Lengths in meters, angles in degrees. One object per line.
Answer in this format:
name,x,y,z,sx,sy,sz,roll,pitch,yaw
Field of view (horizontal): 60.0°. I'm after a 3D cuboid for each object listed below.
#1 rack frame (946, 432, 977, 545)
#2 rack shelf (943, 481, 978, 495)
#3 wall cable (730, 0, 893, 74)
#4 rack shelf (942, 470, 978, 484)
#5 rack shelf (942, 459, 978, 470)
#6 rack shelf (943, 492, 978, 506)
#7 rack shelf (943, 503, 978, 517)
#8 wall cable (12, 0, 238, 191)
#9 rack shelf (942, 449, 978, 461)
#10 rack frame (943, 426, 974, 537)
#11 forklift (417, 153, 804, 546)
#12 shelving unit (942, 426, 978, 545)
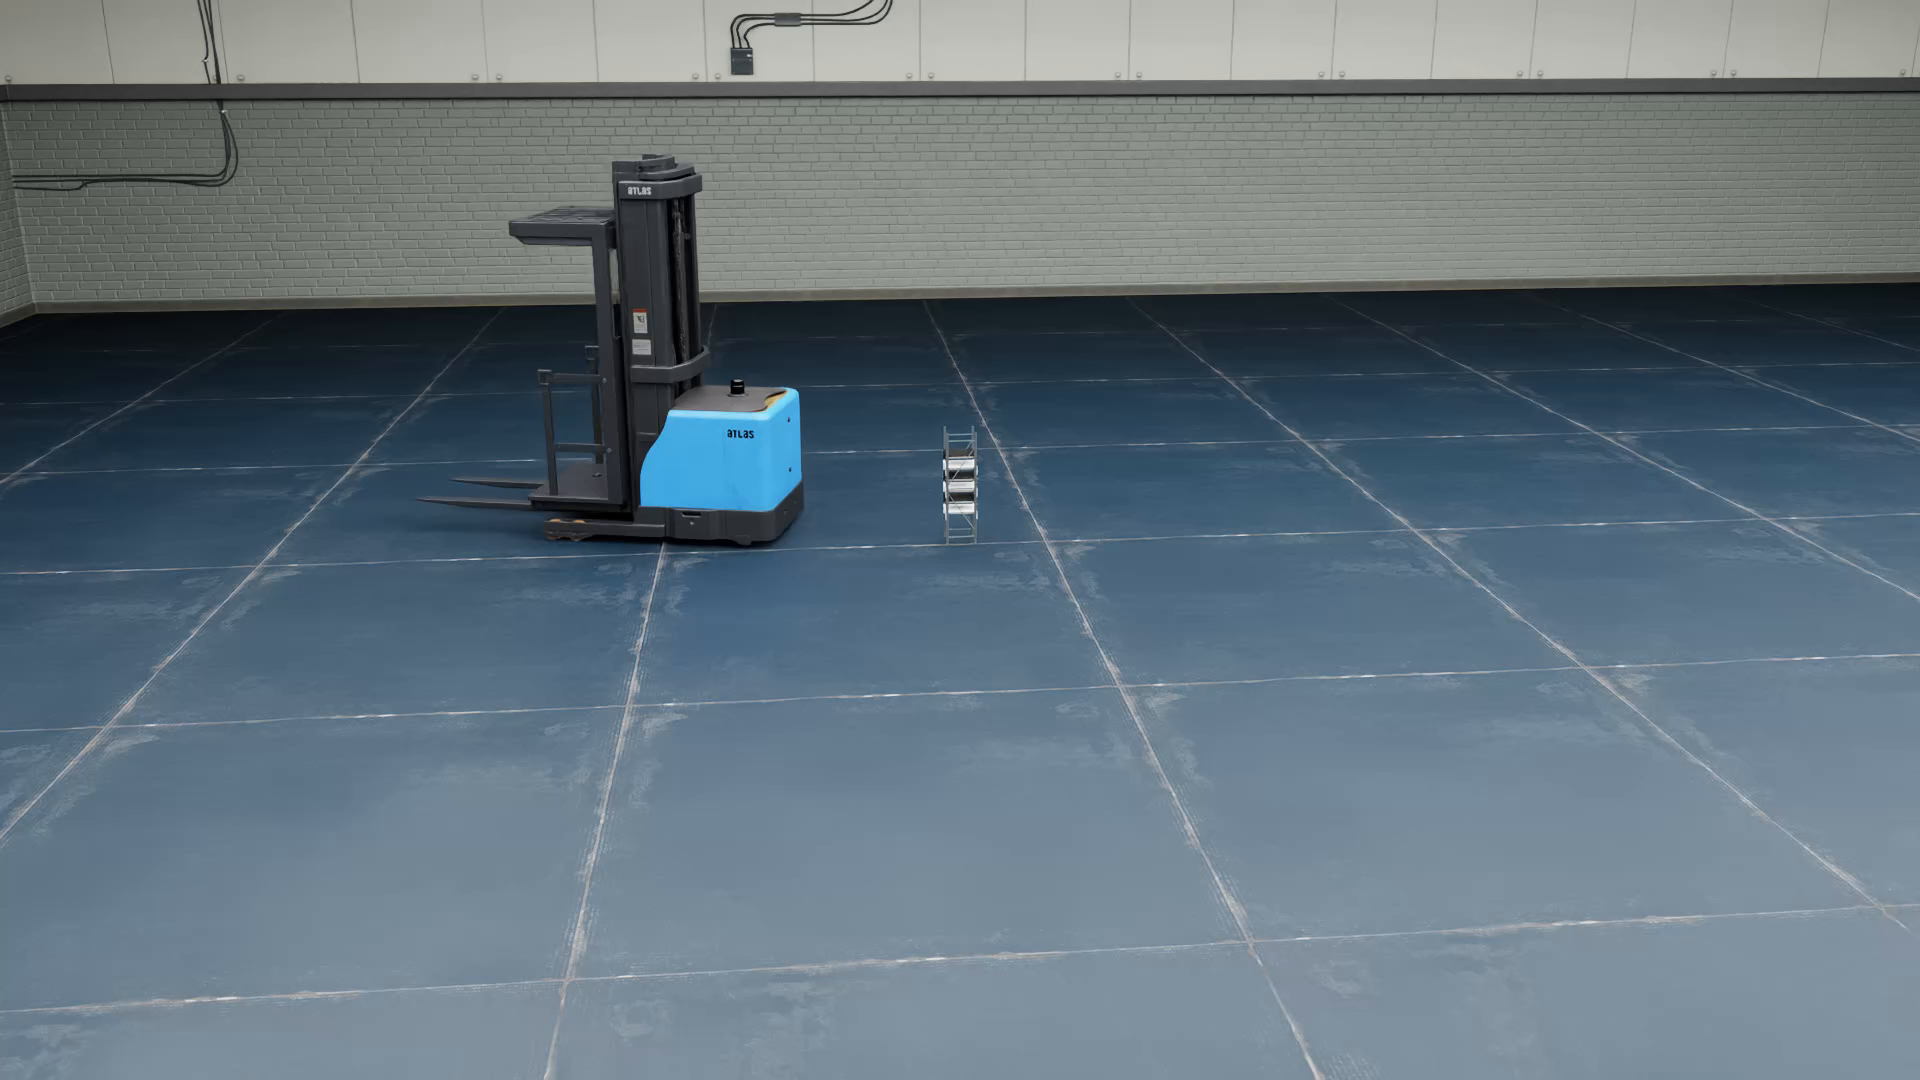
rack frame,0.011,-0.397,12.938,0.240,0.900,0.006,-2,18,-6
rack shelf,0.001,-0.395,13.045,0.258,0.077,0.200,-2,18,-6
wall cable,-2.048,-9.412,22.457,2.305,6.003,0.169,-2,18,-6
rack shelf,0.001,-0.481,13.018,0.258,0.077,0.200,-2,18,-6
rack shelf,0.001,-0.567,12.991,0.258,0.077,0.200,-2,18,-6
rack shelf,0.001,-0.309,13.072,0.258,0.077,0.200,-2,18,-6
rack shelf,0.001,-0.223,13.098,0.258,0.077,0.200,-2,18,-6
wall cable,-11.492,-6.020,22.512,3.097,2.526,0.112,-2,18,-6
rack shelf,0.001,-0.653,12.964,0.258,0.077,0.200,-2,18,-6
rack frame,-0.010,-0.457,13.131,0.240,0.900,0.006,-2,18,-6
forklift,-2.857,-1.542,13.195,3.031,2.935,1.130,3,18,9
shelving unit,0.001,-0.427,13.035,0.258,0.900,0.210,-2,18,-6
